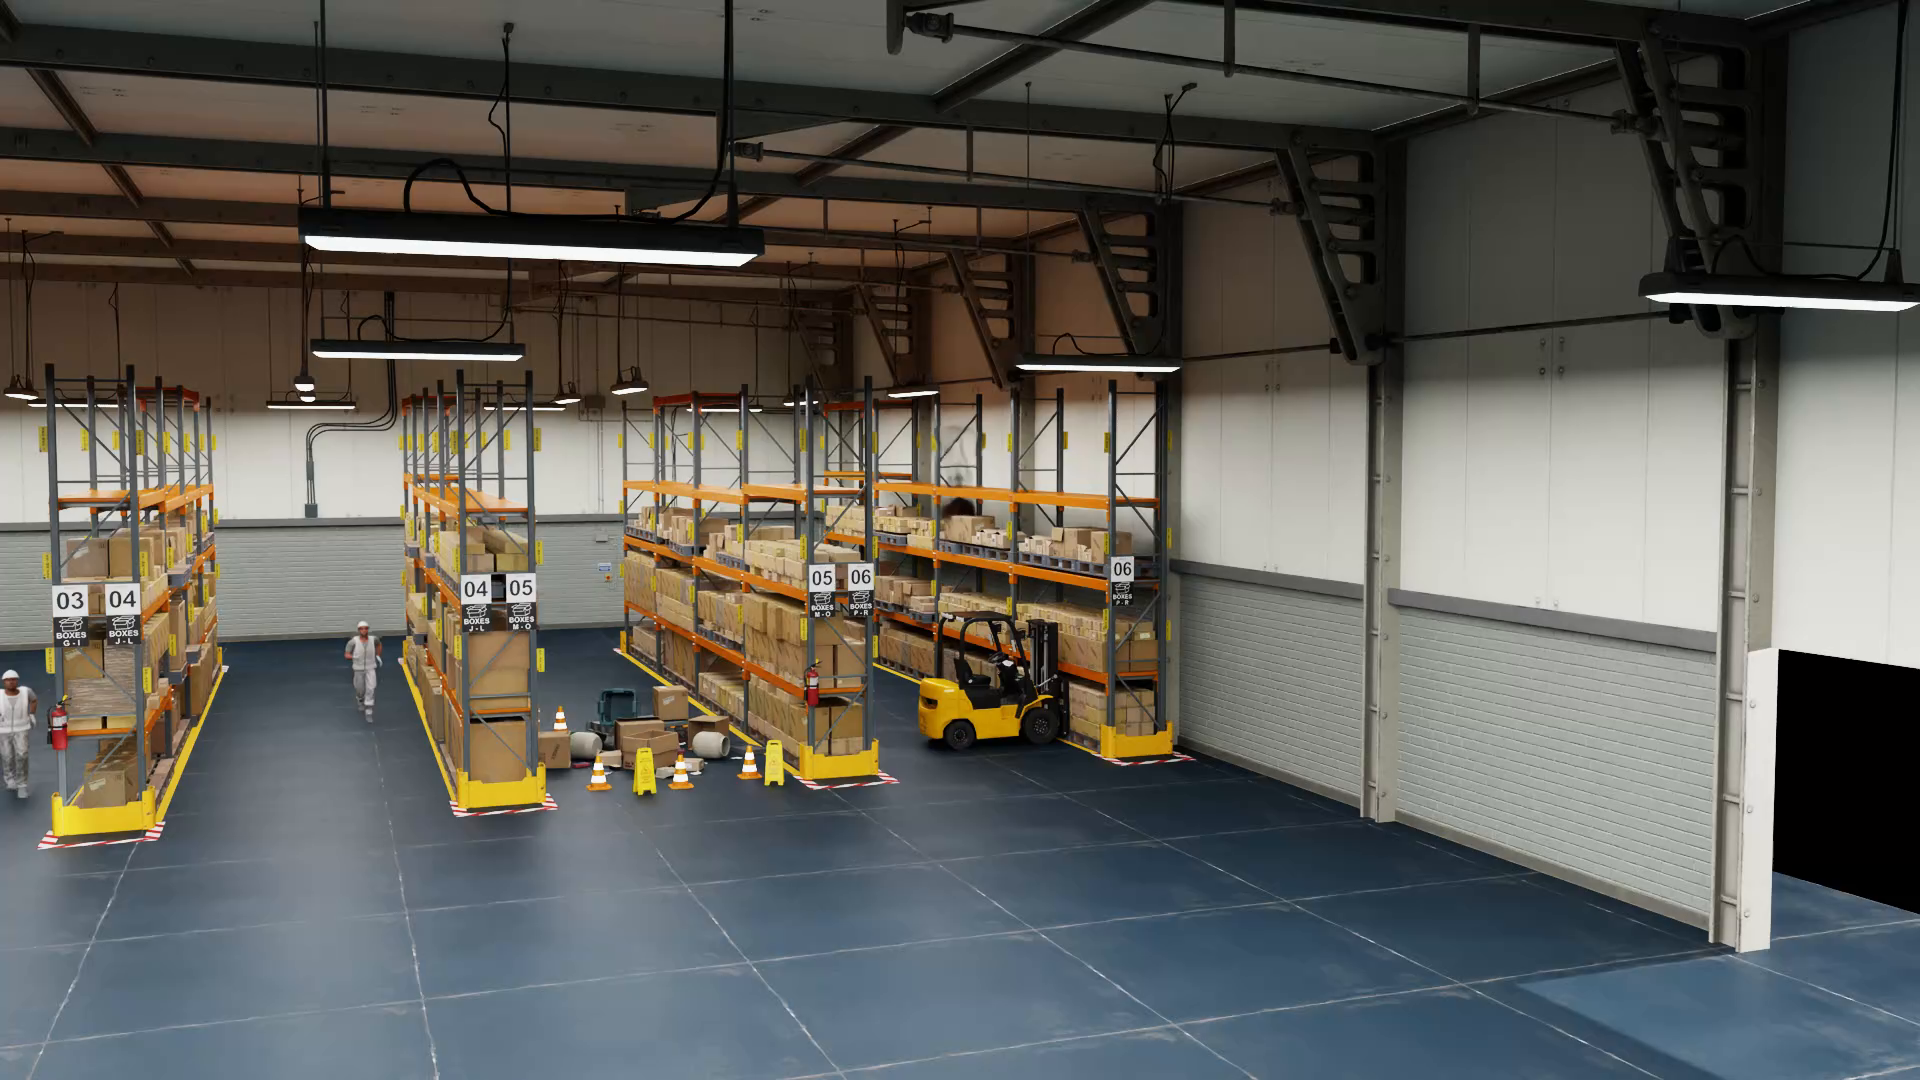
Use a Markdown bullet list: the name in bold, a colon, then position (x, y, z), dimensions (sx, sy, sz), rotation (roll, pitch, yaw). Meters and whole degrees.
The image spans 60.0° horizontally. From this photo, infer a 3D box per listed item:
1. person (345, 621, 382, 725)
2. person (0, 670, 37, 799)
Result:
- **person**: position (-10.728, 2.356, 29.946), dimensions (0.654, 1.811, 0.991), rotation (-2, 4, -24)
- **person**: position (-13.415, 2.740, 23.535), dimensions (0.612, 1.830, 0.839), rotation (-2, 4, -25)
